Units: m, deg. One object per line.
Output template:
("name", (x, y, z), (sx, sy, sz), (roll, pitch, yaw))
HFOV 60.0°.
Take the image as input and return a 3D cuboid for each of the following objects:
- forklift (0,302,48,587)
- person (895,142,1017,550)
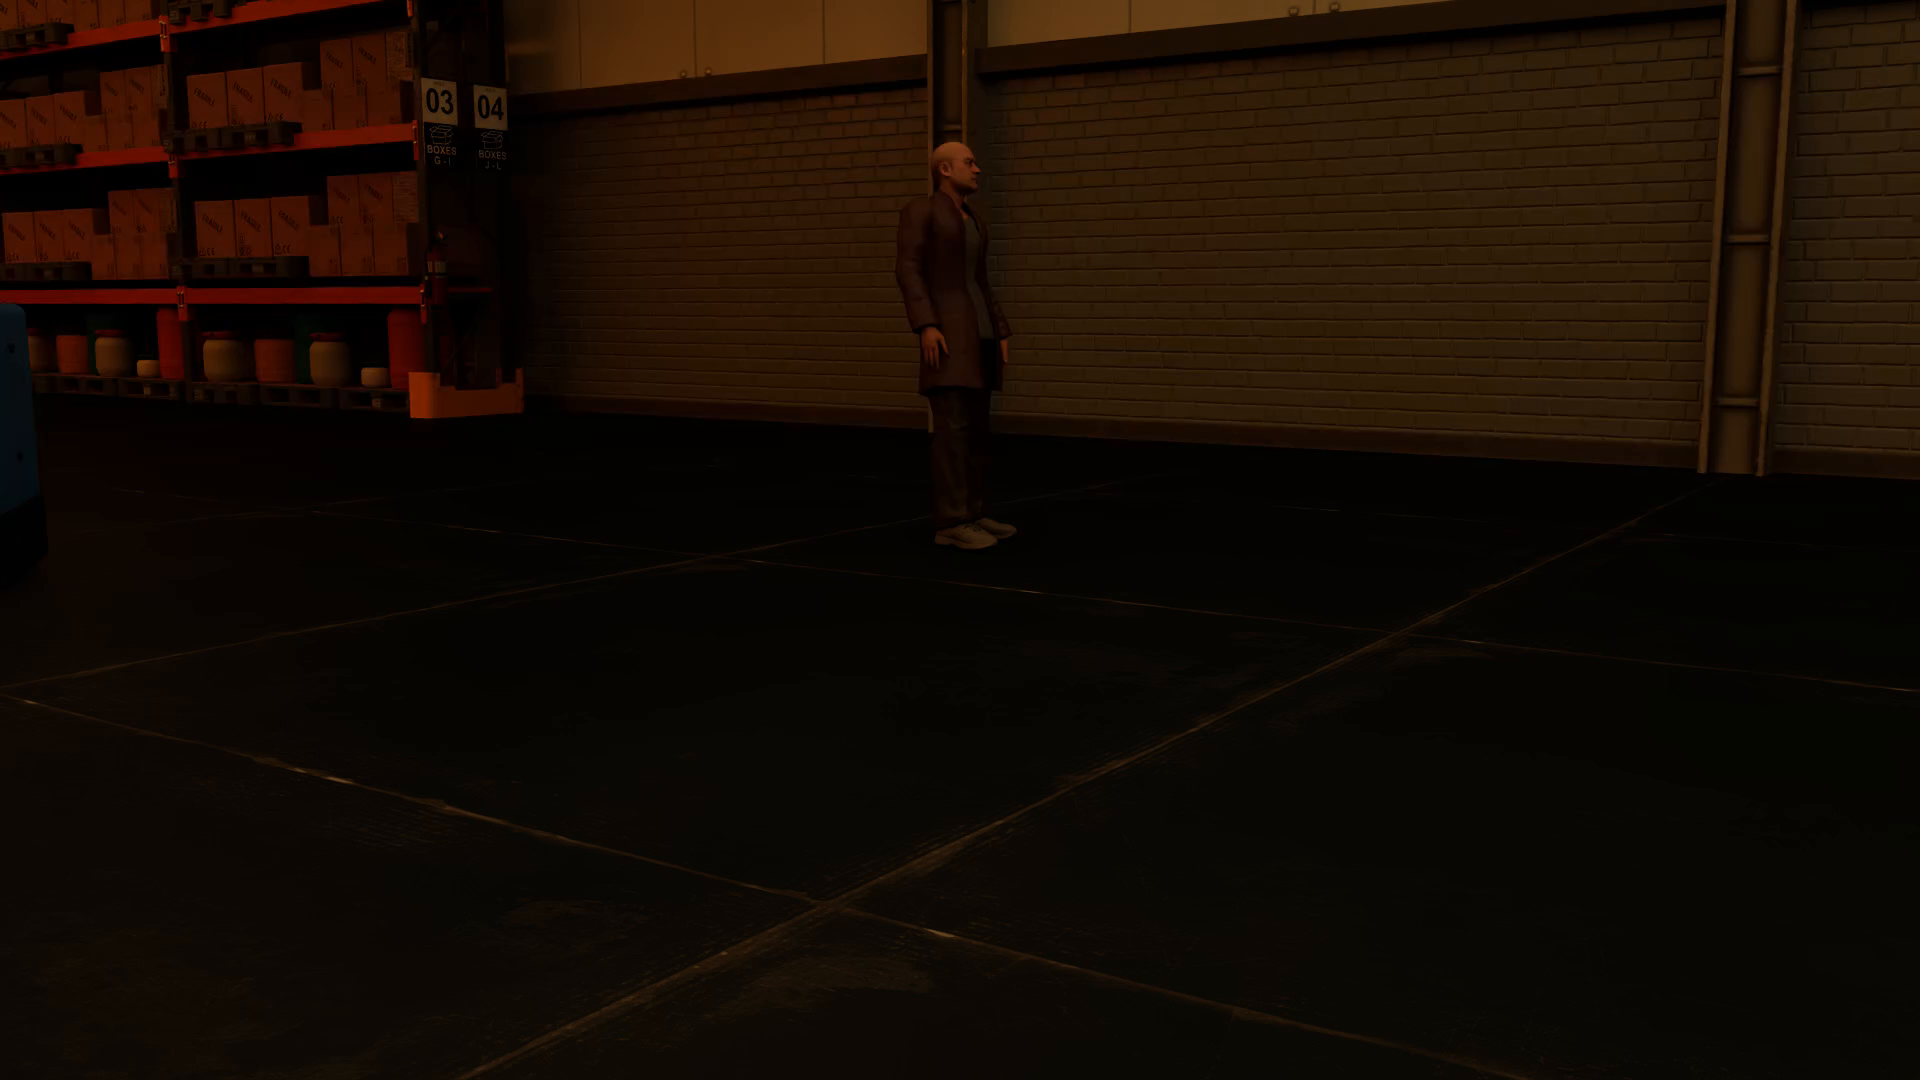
("forklift", (-4.984, -1.202, 5.648), (3.031, 2.935, 1.130), (-3, 9, -19))
("person", (0.073, -0.879, 7.423), (0.582, 1.775, 0.696), (5, 10, 34))
